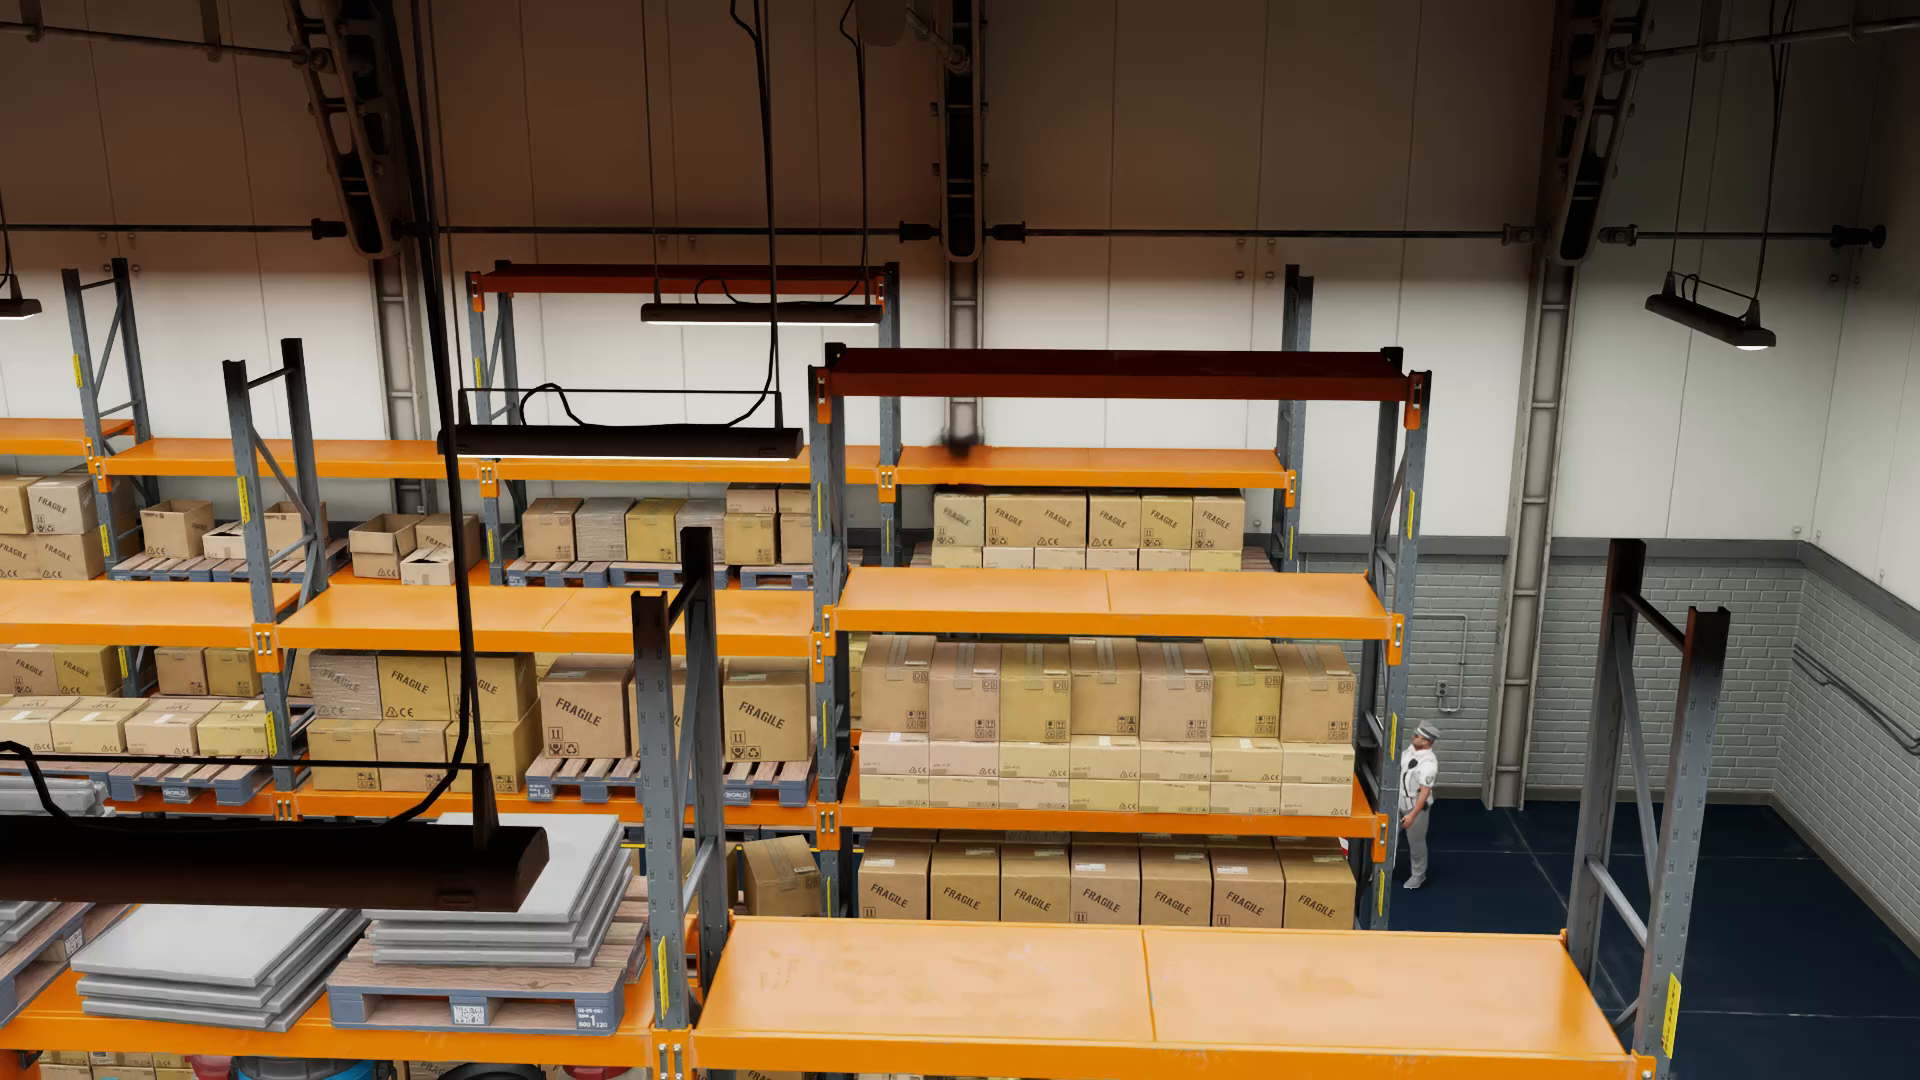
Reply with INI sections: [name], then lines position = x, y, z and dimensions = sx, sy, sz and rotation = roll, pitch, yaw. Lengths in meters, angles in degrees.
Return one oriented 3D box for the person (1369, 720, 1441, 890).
[person]
position = 4.387, 2.621, 16.477
dimensions = 0.637, 1.763, 0.611
rotation = -8, 18, -26
